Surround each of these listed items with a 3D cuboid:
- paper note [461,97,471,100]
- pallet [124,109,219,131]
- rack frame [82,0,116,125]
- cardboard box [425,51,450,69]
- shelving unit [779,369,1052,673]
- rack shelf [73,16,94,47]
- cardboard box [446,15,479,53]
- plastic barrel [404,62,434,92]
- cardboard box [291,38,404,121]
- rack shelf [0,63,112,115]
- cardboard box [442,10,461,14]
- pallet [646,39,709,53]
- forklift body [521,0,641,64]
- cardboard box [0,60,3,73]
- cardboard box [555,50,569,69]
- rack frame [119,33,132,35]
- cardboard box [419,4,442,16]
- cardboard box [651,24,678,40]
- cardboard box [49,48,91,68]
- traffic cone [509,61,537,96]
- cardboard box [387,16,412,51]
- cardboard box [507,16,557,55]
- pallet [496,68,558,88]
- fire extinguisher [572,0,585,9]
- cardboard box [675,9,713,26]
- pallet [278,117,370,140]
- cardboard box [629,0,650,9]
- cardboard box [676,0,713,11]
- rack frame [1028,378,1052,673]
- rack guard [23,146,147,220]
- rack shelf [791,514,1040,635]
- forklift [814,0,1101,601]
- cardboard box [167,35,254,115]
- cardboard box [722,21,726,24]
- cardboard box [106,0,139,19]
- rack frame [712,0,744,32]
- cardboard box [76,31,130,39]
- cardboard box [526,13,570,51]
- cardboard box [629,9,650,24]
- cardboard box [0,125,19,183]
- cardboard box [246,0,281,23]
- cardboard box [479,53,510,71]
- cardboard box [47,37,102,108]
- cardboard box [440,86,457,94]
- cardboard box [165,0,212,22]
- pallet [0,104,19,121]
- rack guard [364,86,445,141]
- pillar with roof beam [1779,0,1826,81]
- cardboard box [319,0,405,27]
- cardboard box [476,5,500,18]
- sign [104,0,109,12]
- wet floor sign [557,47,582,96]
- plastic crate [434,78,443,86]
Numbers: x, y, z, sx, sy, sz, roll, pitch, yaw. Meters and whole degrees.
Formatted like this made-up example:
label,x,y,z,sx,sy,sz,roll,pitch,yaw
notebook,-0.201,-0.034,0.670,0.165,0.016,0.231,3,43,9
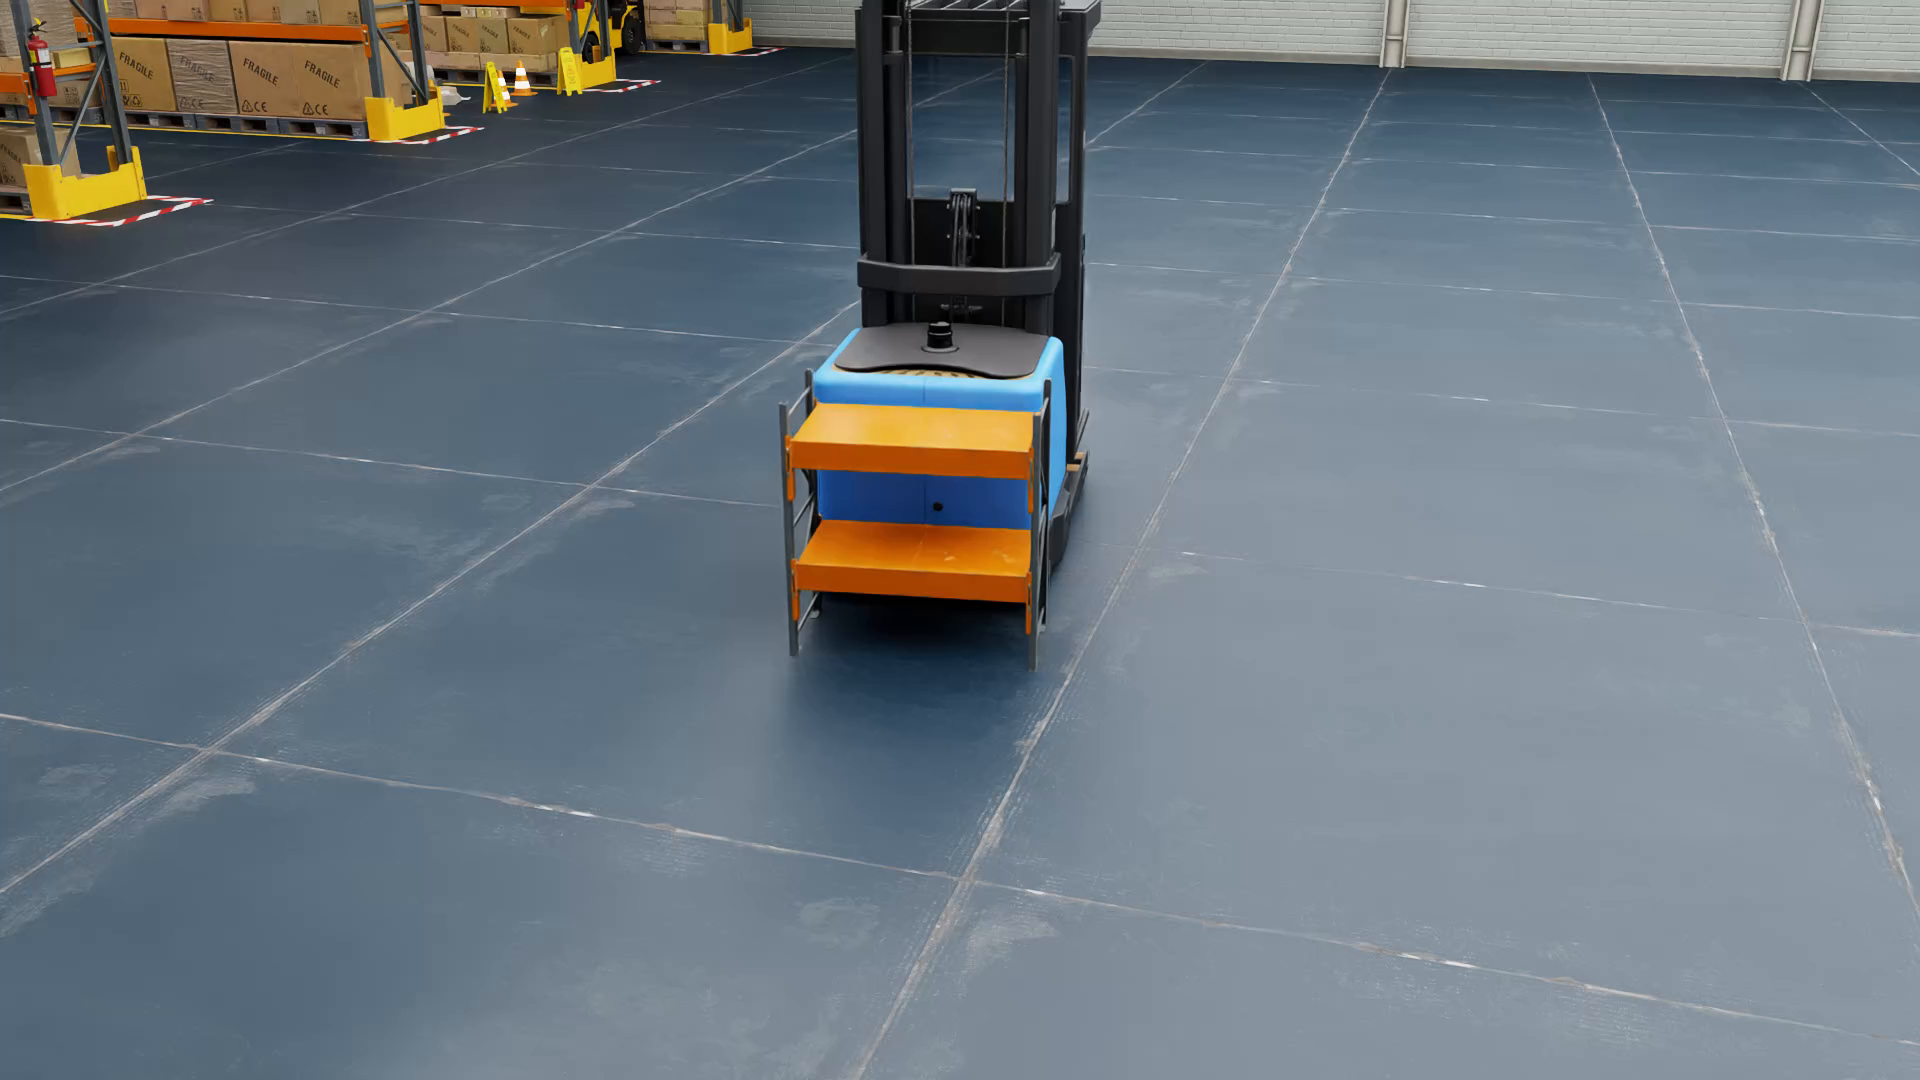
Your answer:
label,x,y,z,sx,sy,sz,roll,pitch,yaw
paper note,-6.960,-6.209,23.367,0.142,0.019,0.148,-1,22,-3
pallet,-9.938,-5.429,21.228,1.213,0.211,1.003,7,23,15
rack frame,-10.643,-6.831,20.971,0.127,3.000,1.000,7,23,16
cardboard box,-7.800,-7.289,25.156,0.500,0.250,0.500,6,23,15
shelving unit,-0.170,-0.087,6.999,1.048,1.125,0.538,3,23,7
rack shelf,-12.558,-6.718,21.642,4.000,0.370,1.077,7,23,16
cardboard box,-7.305,-7.578,24.874,0.500,0.500,0.500,6,23,14
plastic barrel,-7.895,-6.687,24.014,0.512,0.421,0.421,-14,26,-30
cardboard box,-7.482,-5.654,20.349,0.875,0.875,0.875,7,23,16
rack shelf,-10.258,-4.488,16.207,4.000,0.370,1.077,7,23,16
cardboard box,-7.690,-7.832,25.493,0.500,0.500,0.500,8,24,18
pallet,-4.794,-8.785,29.408,1.213,0.211,1.003,7,23,16
forklift body,-6.393,-9.159,27.763,1.214,2.155,2.313,7,23,16
cardboard box,-8.915,-4.469,15.545,0.250,0.149,0.380,7,23,16
cardboard box,-6.173,-7.313,25.217,0.500,0.250,0.500,6,23,15
rack frame,-13.139,-9.079,26.452,0.127,3.000,1.000,7,23,16
cardboard box,-7.970,-7.928,24.871,0.250,0.149,0.380,8,24,19
cardboard box,-5.065,-8.923,29.141,0.500,0.250,0.500,7,23,15
cardboard box,-8.547,-4.603,15.871,0.250,0.149,0.380,7,23,16
traffic cone,-6.265,-6.607,23.768,0.334,0.463,0.336,7,23,16
cardboard box,-8.307,-7.693,25.153,0.500,0.500,0.500,8,23,18
cardboard box,-6.323,-7.465,24.597,0.500,0.500,0.500,7,23,16
pallet,-6.321,-7.022,25.112,1.213,0.211,1.003,7,23,16
fire extinguisher,-5.504,-7.987,23.890,0.183,0.674,0.296,7,23,16
cardboard box,-4.607,-9.099,28.912,0.500,0.250,0.500,6,23,15
pallet,-7.602,-5.162,20.576,1.213,0.211,1.003,7,23,15
cardboard box,-5.558,-9.434,29.068,0.500,0.250,0.500,7,23,16
cardboard box,-4.581,-9.328,28.811,0.500,0.250,0.500,7,23,17
rack frame,0.334,-0.061,6.934,0.032,1.125,0.500,3,23,7
rack guard,-8.416,-3.454,16.031,0.348,0.500,1.175,7,23,16
rack shelf,-0.170,0.139,7.093,1.000,0.278,0.538,3,23,7
forklift,0.093,-1.608,8.329,1.130,2.935,3.031,4,23,9
cardboard box,-9.197,-5.851,20.827,0.875,0.875,0.875,7,23,16
cardboard box,-4.464,-9.053,29.458,0.500,0.250,0.500,7,23,16
cardboard box,-10.286,-6.865,20.855,0.550,0.550,0.875,7,23,16
rack frame,-4.050,-10.006,28.712,0.127,3.000,1.000,7,23,16
cardboard box,-13.777,-8.397,27.034,0.875,0.875,0.875,6,23,15
cardboard box,-6.196,-7.663,25.080,0.500,0.500,0.500,6,23,14
cardboard box,-5.584,-9.207,29.175,0.500,0.250,0.500,6,23,14
cardboard box,-9.518,-3.767,16.242,0.500,0.500,0.500,13,26,29
cardboard box,-8.215,-6.646,20.322,0.550,0.550,0.875,7,23,16
cardboard box,-6.826,-7.175,24.879,0.500,0.250,0.500,7,23,16
cardboard box,-11.263,-6.020,21.405,0.750,0.750,1.050,6,23,15
cardboard box,-7.318,-6.293,23.416,0.380,0.149,0.250,-20,29,-39
cardboard box,-9.270,-6.711,20.479,0.550,0.550,0.875,7,23,16
pallet,-12.575,-5.731,21.964,1.213,0.211,1.003,7,23,16
rack guard,-6.791,-5.234,20.370,0.348,0.500,1.175,7,23,16
pillar with roof beam,11.533,-9.648,19.934,0.400,9.000,9.100,7,23,16
cardboard box,-7.182,-6.486,19.933,0.550,0.550,0.875,7,23,16
cardboard box,-6.933,-7.809,24.582,0.250,0.149,0.380,7,23,16
sign,-8.186,-5.199,15.852,0.005,0.325,0.100,7,23,16
wet floor sign,-5.608,-6.704,23.762,0.232,0.644,0.267,16,27,34
plastic crate,-8.044,-6.820,24.791,0.583,0.080,0.402,-1,22,-3
